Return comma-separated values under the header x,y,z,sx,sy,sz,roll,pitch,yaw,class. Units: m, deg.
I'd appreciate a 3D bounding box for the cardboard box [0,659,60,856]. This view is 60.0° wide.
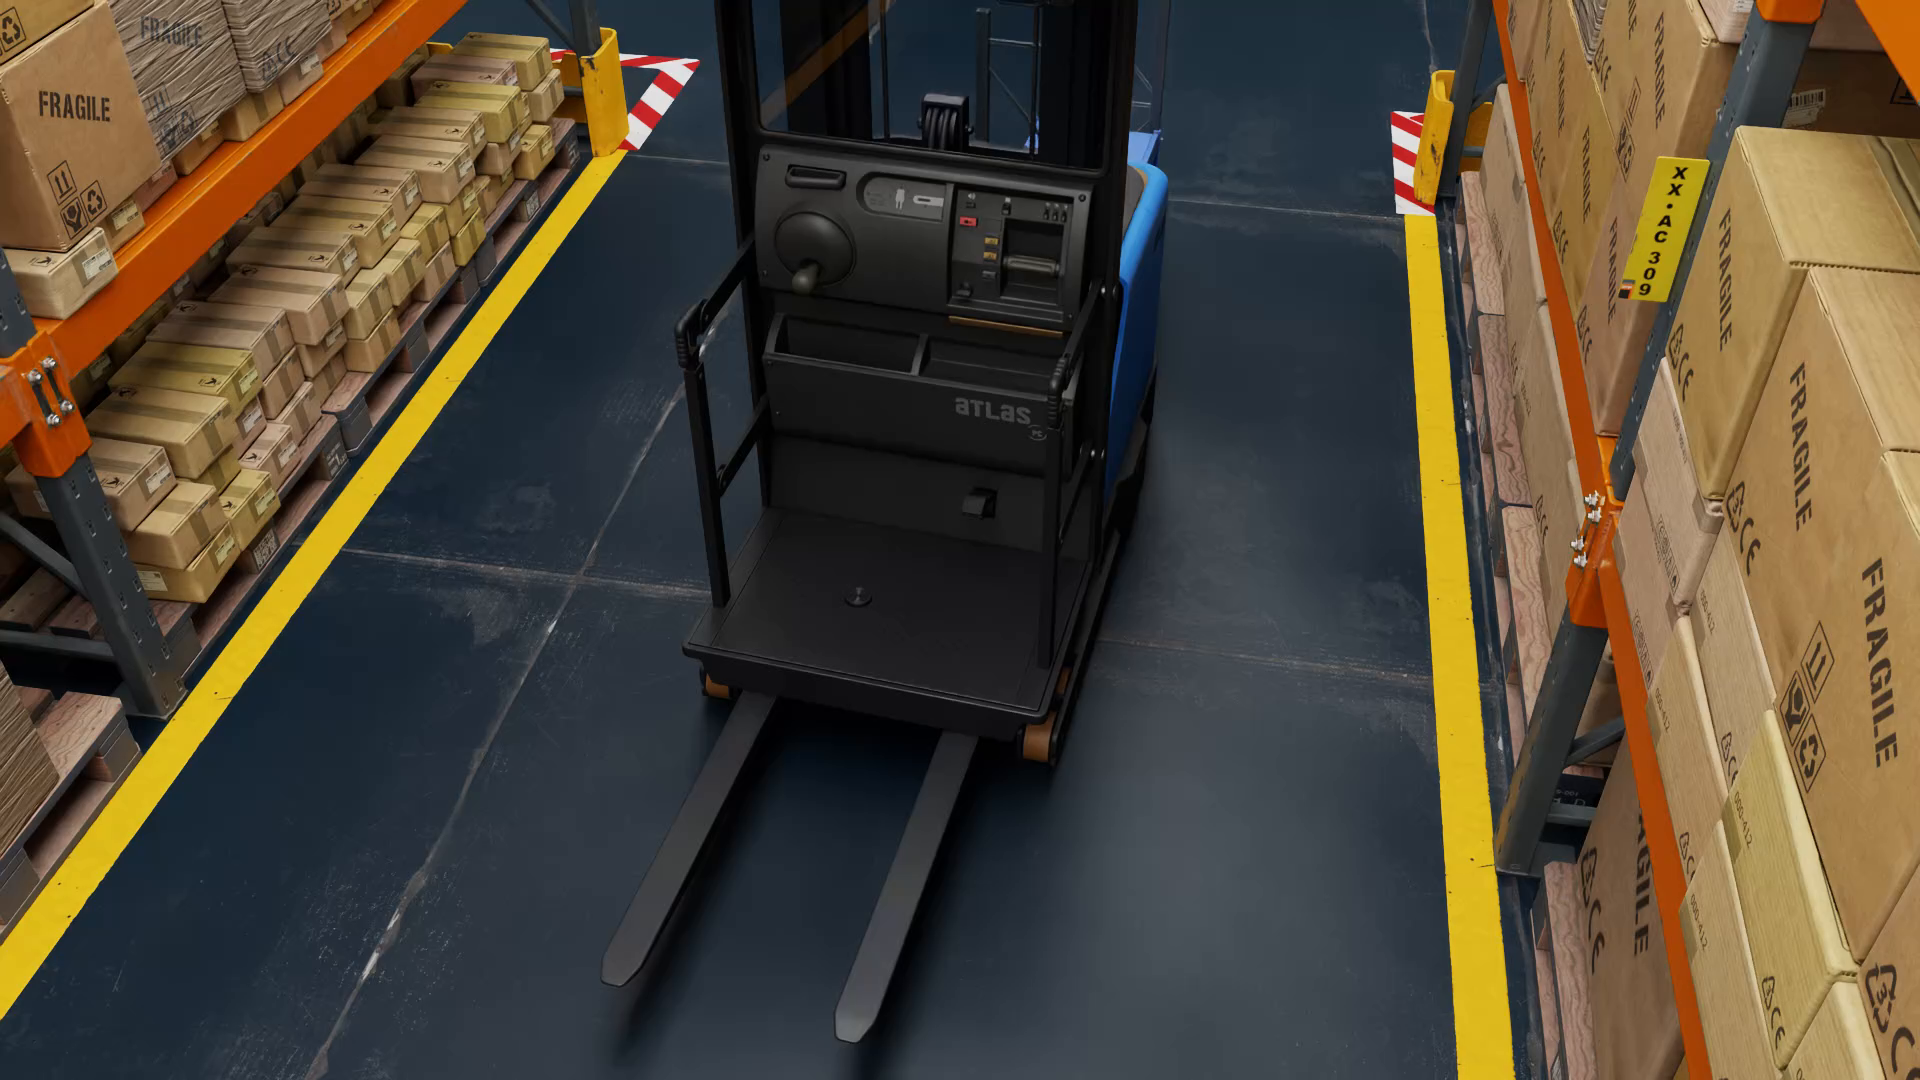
x,y,z,sx,sy,sz,roll,pitch,yaw,class
-2.780,0.600,4.302,0.500,0.500,0.500,6,40,7,cardboard box

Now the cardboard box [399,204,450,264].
x,y,z,sx,sy,sz,roll,pitch,yaw,class
-2.246,-1.207,6.531,0.380,0.149,0.250,8,40,10,cardboard box

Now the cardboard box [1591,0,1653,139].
x,y,z,sx,sy,sz,roll,pitch,yaw,class
1.898,-1.279,4.080,0.500,0.500,0.500,6,40,7,cardboard box

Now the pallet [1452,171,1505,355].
x,y,z,sx,sy,sz,roll,pitch,yaw,class
2.623,-1.136,6.959,1.003,0.211,1.213,6,40,8,pallet

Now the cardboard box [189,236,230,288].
x,y,z,sx,sy,sz,roll,pitch,yaw,class
-2.942,-1.065,6.124,0.380,0.149,0.250,5,40,6,cardboard box

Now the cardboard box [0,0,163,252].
x,y,z,sx,sy,sz,roll,pitch,yaw,class
-2.566,-1.130,4.450,0.500,0.500,0.500,6,40,7,cardboard box

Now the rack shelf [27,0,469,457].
x,y,z,sx,sy,sz,roll,pitch,yaw,class
-2.554,-1.671,5.982,1.077,0.370,4.000,6,40,8,rack shelf

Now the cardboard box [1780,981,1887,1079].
x,y,z,sx,sy,sz,roll,pitch,yaw,class
1.377,0.861,2.080,0.500,0.250,0.500,5,40,6,cardboard box

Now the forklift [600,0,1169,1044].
x,y,z,sx,sy,sz,roll,pitch,yaw,class
-0.164,-0.747,4.353,1.130,2.935,3.031,10,41,12,forklift

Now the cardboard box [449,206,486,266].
x,y,z,sx,sy,sz,roll,pitch,yaw,class
-2.181,-1.261,6.829,0.380,0.149,0.250,5,40,6,cardboard box

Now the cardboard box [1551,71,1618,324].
x,y,z,sx,sy,sz,roll,pitch,yaw,class
1.905,-0.892,4.397,0.500,0.500,0.500,5,40,7,cardboard box

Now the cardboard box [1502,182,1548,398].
x,y,z,sx,sy,sz,roll,pitch,yaw,class
2.519,-0.895,6.160,0.875,0.438,0.875,7,40,9,cardboard box

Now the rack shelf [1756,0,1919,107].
x,y,z,sx,sy,sz,roll,pitch,yaw,class
1.647,0.165,1.407,1.077,0.370,4.000,6,40,8,rack shelf

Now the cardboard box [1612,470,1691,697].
x,y,z,sx,sy,sz,roll,pitch,yaw,class
1.656,0.094,3.400,0.500,0.250,0.500,6,40,7,cardboard box

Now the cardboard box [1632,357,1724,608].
x,y,z,sx,sy,sz,roll,pitch,yaw,class
1.639,-0.101,3.243,0.500,0.250,0.500,5,40,6,cardboard box

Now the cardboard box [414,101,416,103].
x,y,z,sx,sy,sz,roll,pitch,yaw,class
-2.552,-2.081,7.587,0.380,0.149,0.250,8,40,10,cardboard box

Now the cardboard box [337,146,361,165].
x,y,z,sx,sy,sz,roll,pitch,yaw,class
-2.761,-1.603,7.009,0.380,0.149,0.250,8,40,9,cardboard box

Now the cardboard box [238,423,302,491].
x,y,z,sx,sy,sz,roll,pitch,yaw,class
-2.483,-0.279,5.641,0.380,0.149,0.250,6,40,7,cardboard box

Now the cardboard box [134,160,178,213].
x,y,z,sx,sy,sz,roll,pitch,yaw,class
-2.563,-1.082,4.902,0.380,0.149,0.250,5,40,6,cardboard box

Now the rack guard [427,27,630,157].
x,y,z,sx,sy,sz,roll,pitch,yaw,class
-2.221,-2.193,8.010,1.175,0.500,0.348,6,40,8,rack guard

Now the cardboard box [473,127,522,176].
x,y,z,sx,sy,sz,roll,pitch,yaw,class
-2.106,-1.693,7.118,0.380,0.149,0.250,5,40,6,cardboard box

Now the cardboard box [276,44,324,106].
x,y,z,sx,sy,sz,roll,pitch,yaw,class
-2.349,-1.570,5.492,0.380,0.149,0.250,8,40,10,cardboard box

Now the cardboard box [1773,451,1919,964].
x,y,z,sx,sy,sz,roll,pitch,yaw,class
1.483,0.246,2.235,0.500,0.500,0.500,5,40,7,cardboard box

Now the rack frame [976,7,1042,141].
x,y,z,sx,sy,sz,roll,pitch,yaw,class
0.301,-1.149,5.963,0.500,1.500,0.032,10,41,12,rack frame

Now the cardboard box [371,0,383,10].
x,y,z,sx,sy,sz,roll,pitch,yaw,class
-2.296,-2.073,6.100,0.380,0.149,0.250,5,40,6,cardboard box

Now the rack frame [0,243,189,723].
x,y,z,sx,sy,sz,roll,pitch,yaw,class
-2.900,-0.694,4.235,1.000,3.000,0.127,6,40,8,rack frame

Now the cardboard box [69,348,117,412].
x,y,z,sx,sy,sz,roll,pitch,yaw,class
-3.054,-0.560,5.514,0.380,0.149,0.250,6,40,7,cardboard box

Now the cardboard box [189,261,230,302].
x,y,z,sx,sy,sz,roll,pitch,yaw,class
-2.864,-0.920,6.183,0.380,0.149,0.250,5,40,6,cardboard box

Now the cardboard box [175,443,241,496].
x,y,z,sx,sy,sz,roll,pitch,yaw,class
-2.567,-0.232,5.351,0.380,0.149,0.250,7,40,8,cardboard box

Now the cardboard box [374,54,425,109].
x,y,z,sx,sy,sz,roll,pitch,yaw,class
-2.563,-2.019,7.278,0.380,0.149,0.250,7,40,8,cardboard box

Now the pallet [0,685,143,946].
x,y,z,sx,sy,sz,roll,pitch,yaw,class
-3.034,0.870,4.532,1.003,0.211,1.213,6,40,8,pallet

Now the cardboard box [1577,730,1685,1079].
x,y,z,sx,sy,sz,roll,pitch,yaw,class
1.964,0.844,3.713,0.875,0.875,0.875,8,40,9,cardboard box

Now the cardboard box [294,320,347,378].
x,y,z,sx,sy,sz,roll,pitch,yaw,class
-2.440,-0.728,5.951,0.380,0.149,0.250,8,40,10,cardboard box

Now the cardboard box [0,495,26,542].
x,y,z,sx,sy,sz,roll,pitch,yaw,class
-3.159,-0.104,5.196,0.380,0.149,0.250,7,40,9,cardboard box

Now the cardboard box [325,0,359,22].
x,y,z,sx,sy,sz,roll,pitch,yaw,class
-2.301,-2.093,5.615,0.500,0.500,0.500,8,40,10,cardboard box

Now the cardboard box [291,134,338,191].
x,y,z,sx,sy,sz,roll,pitch,yaw,class
-2.751,-1.537,6.696,0.380,0.149,0.250,8,40,9,cardboard box

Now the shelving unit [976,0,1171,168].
x,y,z,sx,sy,sz,roll,pitch,yaw,class
0.434,-1.462,6.341,0.538,1.500,1.048,10,41,12,shelving unit

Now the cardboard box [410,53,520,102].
x,y,z,sx,sy,sz,roll,pitch,yaw,class
-2.150,-1.985,7.237,0.380,0.149,0.250,7,40,9,cardboard box

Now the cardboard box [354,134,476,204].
x,y,z,sx,sy,sz,roll,pitch,yaw,class
-2.169,-1.478,6.624,0.380,0.149,0.250,8,40,9,cardboard box

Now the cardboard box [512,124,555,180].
x,y,z,sx,sy,sz,roll,pitch,yaw,class
-2.038,-1.741,7.410,0.380,0.149,0.250,8,40,9,cardboard box

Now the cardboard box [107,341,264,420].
x,y,z,sx,sy,sz,roll,pitch,yaw,class
-2.535,-0.510,5.453,0.380,0.149,0.250,6,40,7,cardboard box

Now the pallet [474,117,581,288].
x,y,z,sx,sy,sz,roll,pitch,yaw,class
-2.397,-1.576,7.490,1.003,0.211,1.213,6,40,8,pallet

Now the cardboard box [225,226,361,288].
x,y,z,sx,sy,sz,roll,pitch,yaw,class
-2.422,-1.007,6.055,0.380,0.149,0.250,5,40,6,cardboard box

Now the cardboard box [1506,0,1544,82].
x,y,z,sx,sy,sz,roll,pitch,yaw,class
2.153,-1.853,5.558,0.500,0.500,0.500,6,40,7,cardboard box

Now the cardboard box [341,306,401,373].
x,y,z,sx,sy,sz,roll,pitch,yaw,class
-2.336,-0.769,6.233,0.380,0.149,0.250,5,40,6,cardboard box
